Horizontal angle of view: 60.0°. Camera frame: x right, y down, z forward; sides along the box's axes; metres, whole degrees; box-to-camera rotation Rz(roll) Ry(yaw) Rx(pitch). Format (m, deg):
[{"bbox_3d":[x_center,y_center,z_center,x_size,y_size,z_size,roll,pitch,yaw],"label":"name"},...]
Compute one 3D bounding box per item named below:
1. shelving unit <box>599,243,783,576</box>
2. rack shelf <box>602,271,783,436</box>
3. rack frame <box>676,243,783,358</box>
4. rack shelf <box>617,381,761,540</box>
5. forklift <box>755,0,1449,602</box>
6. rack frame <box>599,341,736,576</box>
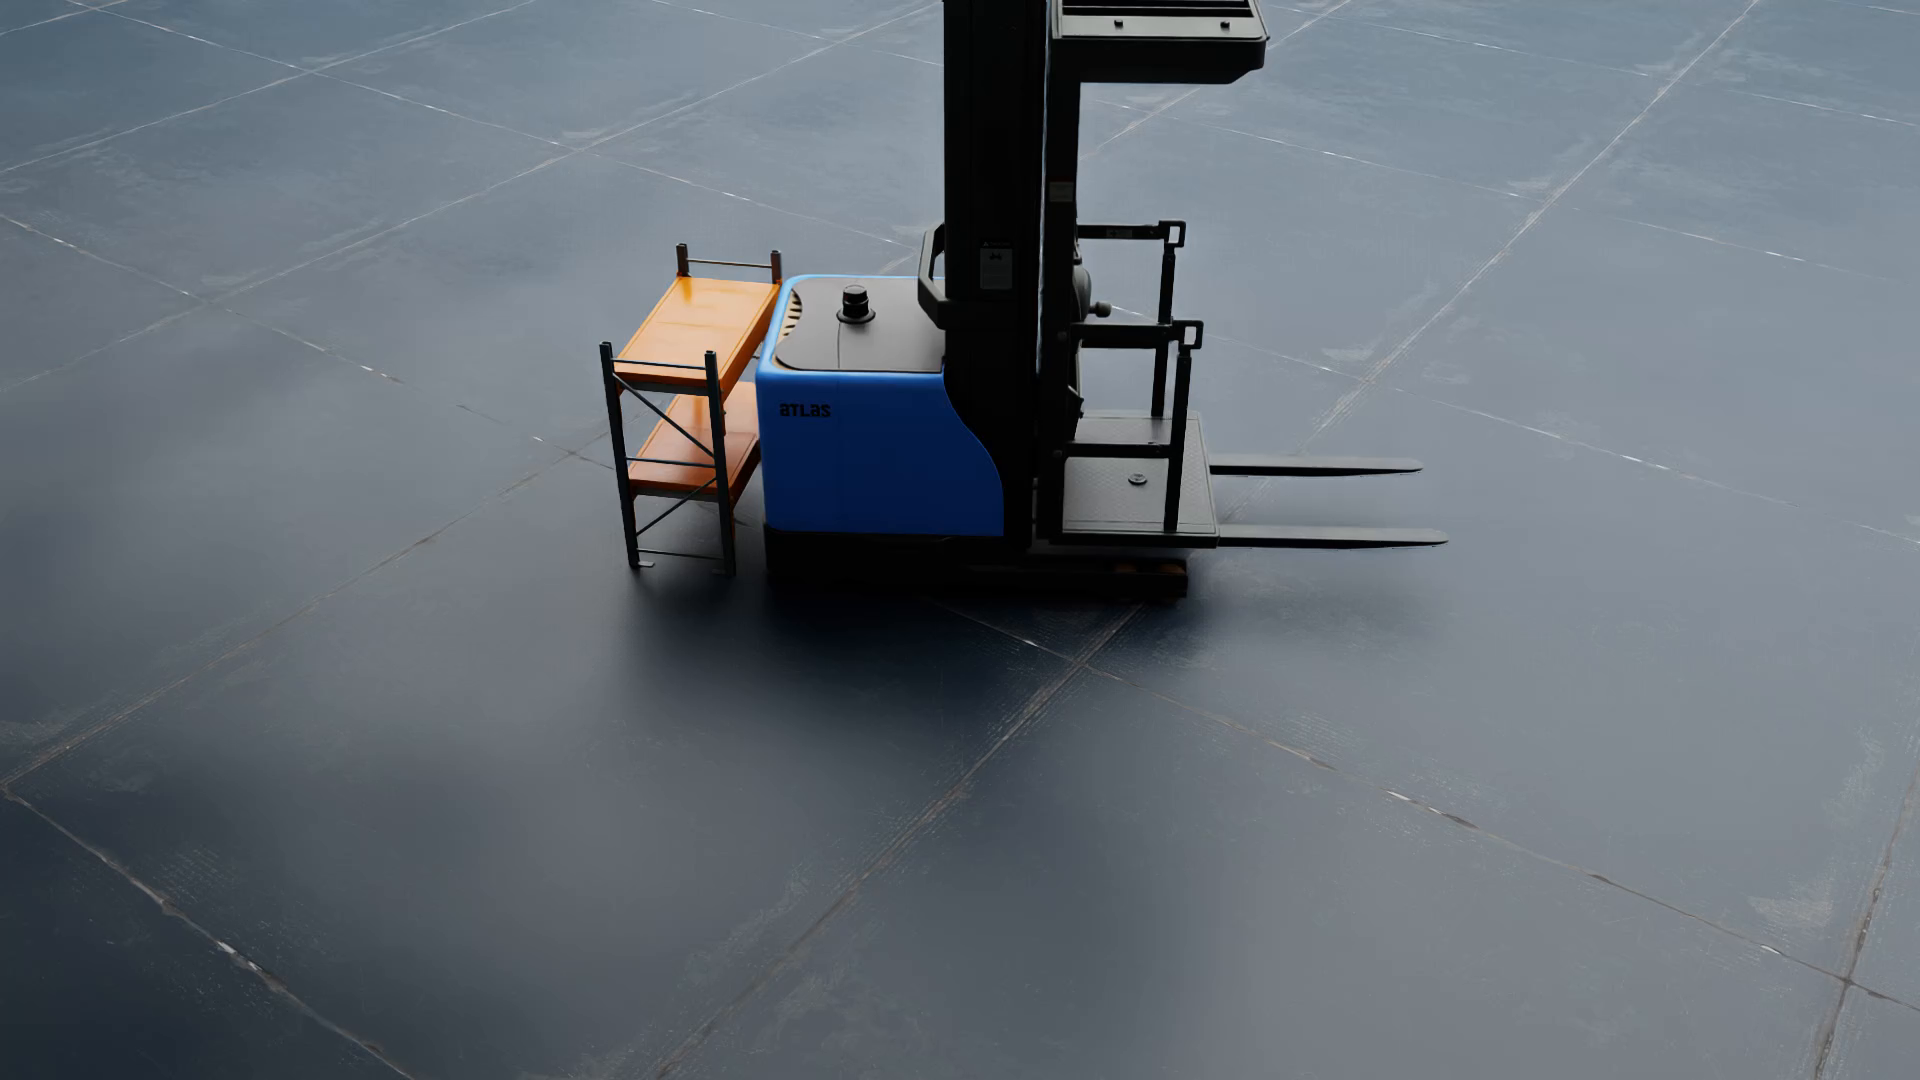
[{"bbox_3d":[-1.171,-0.616,7.657,0.538,1.125,1.048,6,34,8],"label":"shelving unit"},{"bbox_3d":[-1.171,-0.858,7.493,0.538,0.278,1.000,6,34,8],"label":"rack shelf"},{"bbox_3d":[-1.081,-0.896,8.071,0.500,1.125,0.032,6,34,8],"label":"rack frame"},{"bbox_3d":[-1.171,-0.413,7.794,0.538,0.278,1.000,6,34,8],"label":"rack shelf"},{"bbox_3d":[0.662,-1.247,6.977,3.031,2.935,1.130,1,34,2],"label":"forklift"},{"bbox_3d":[-1.261,-0.336,7.242,0.500,1.125,0.032,6,34,8],"label":"rack frame"}]
